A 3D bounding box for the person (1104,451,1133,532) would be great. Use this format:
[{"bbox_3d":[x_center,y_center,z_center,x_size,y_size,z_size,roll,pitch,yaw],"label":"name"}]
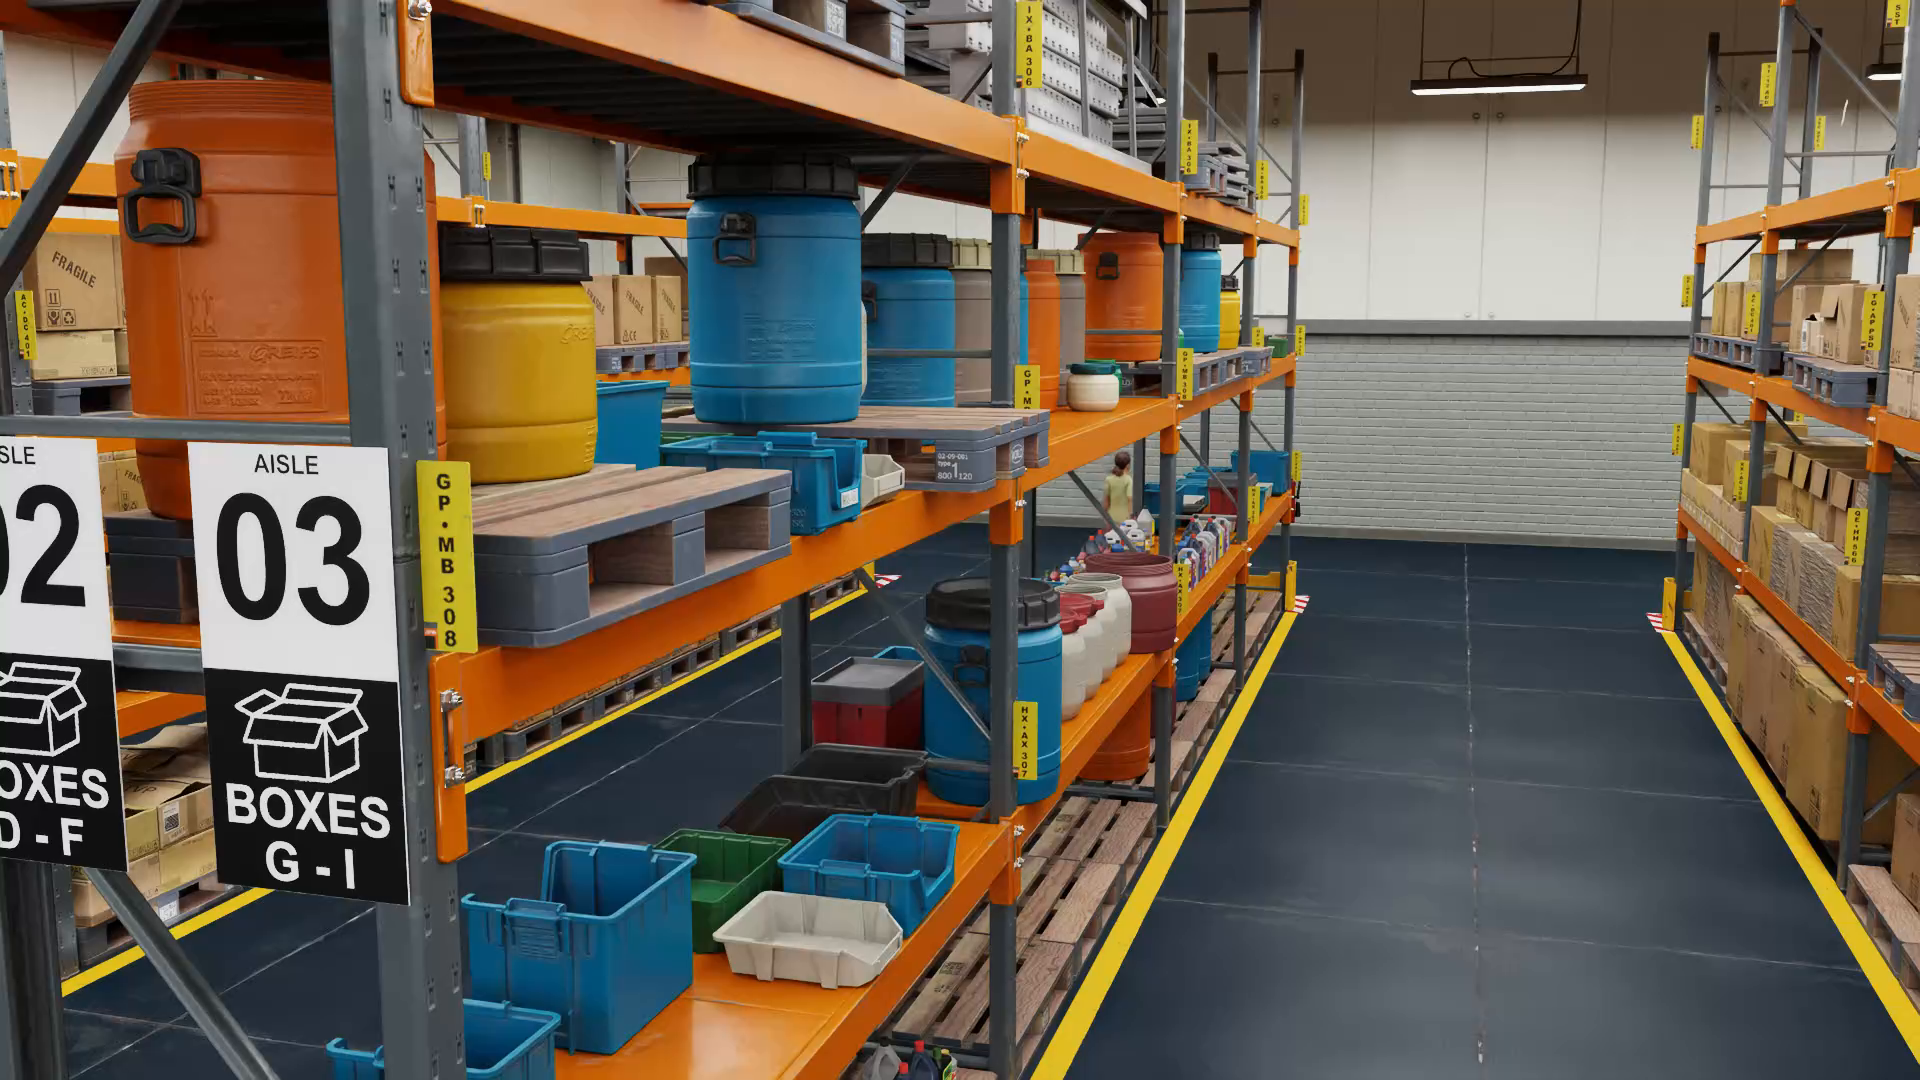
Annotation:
[{"bbox_3d":[1.833,-0.075,19.158,0.474,1.384,0.834,6,10,35],"label":"person"}]
